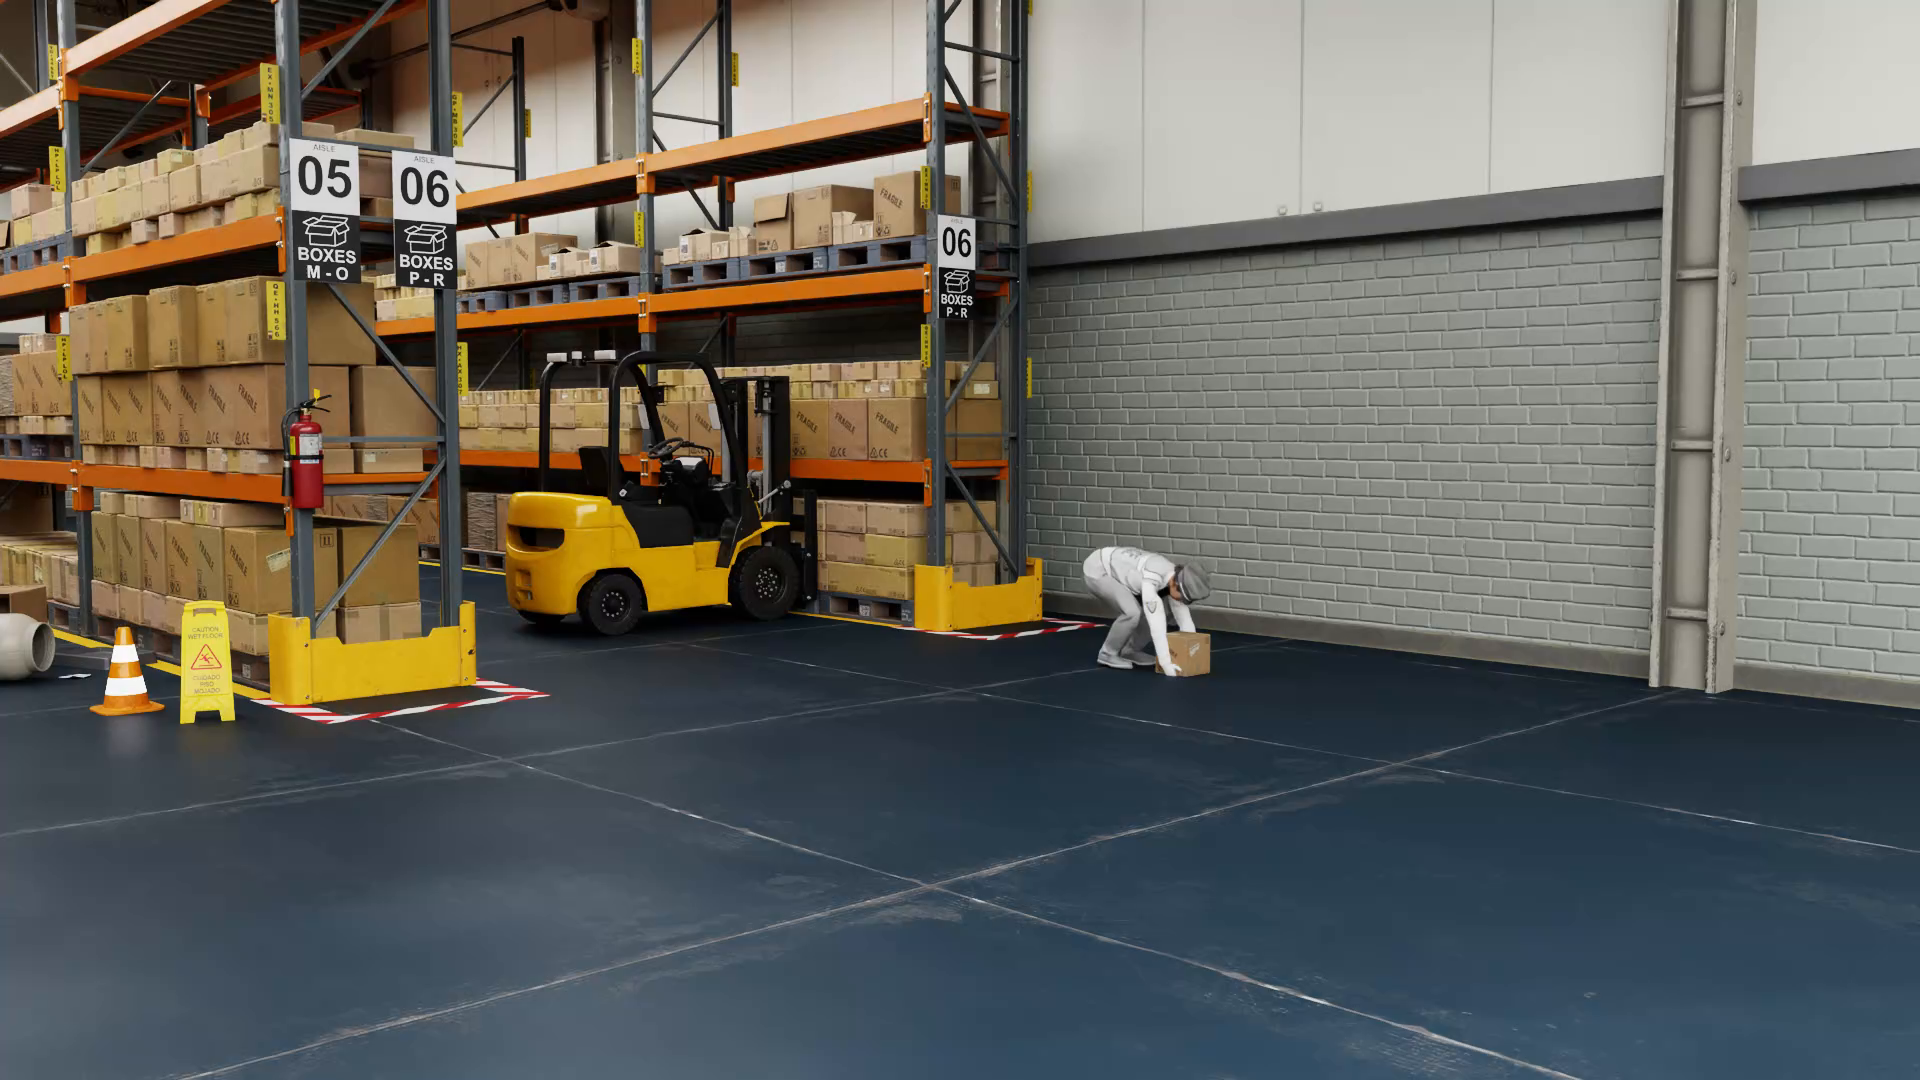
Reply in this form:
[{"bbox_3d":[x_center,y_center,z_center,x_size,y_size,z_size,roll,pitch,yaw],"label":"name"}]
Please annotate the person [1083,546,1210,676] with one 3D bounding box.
[{"bbox_3d":[1.223,0.458,10.892,0.903,0.813,0.467,4,6,44],"label":"person"}]
